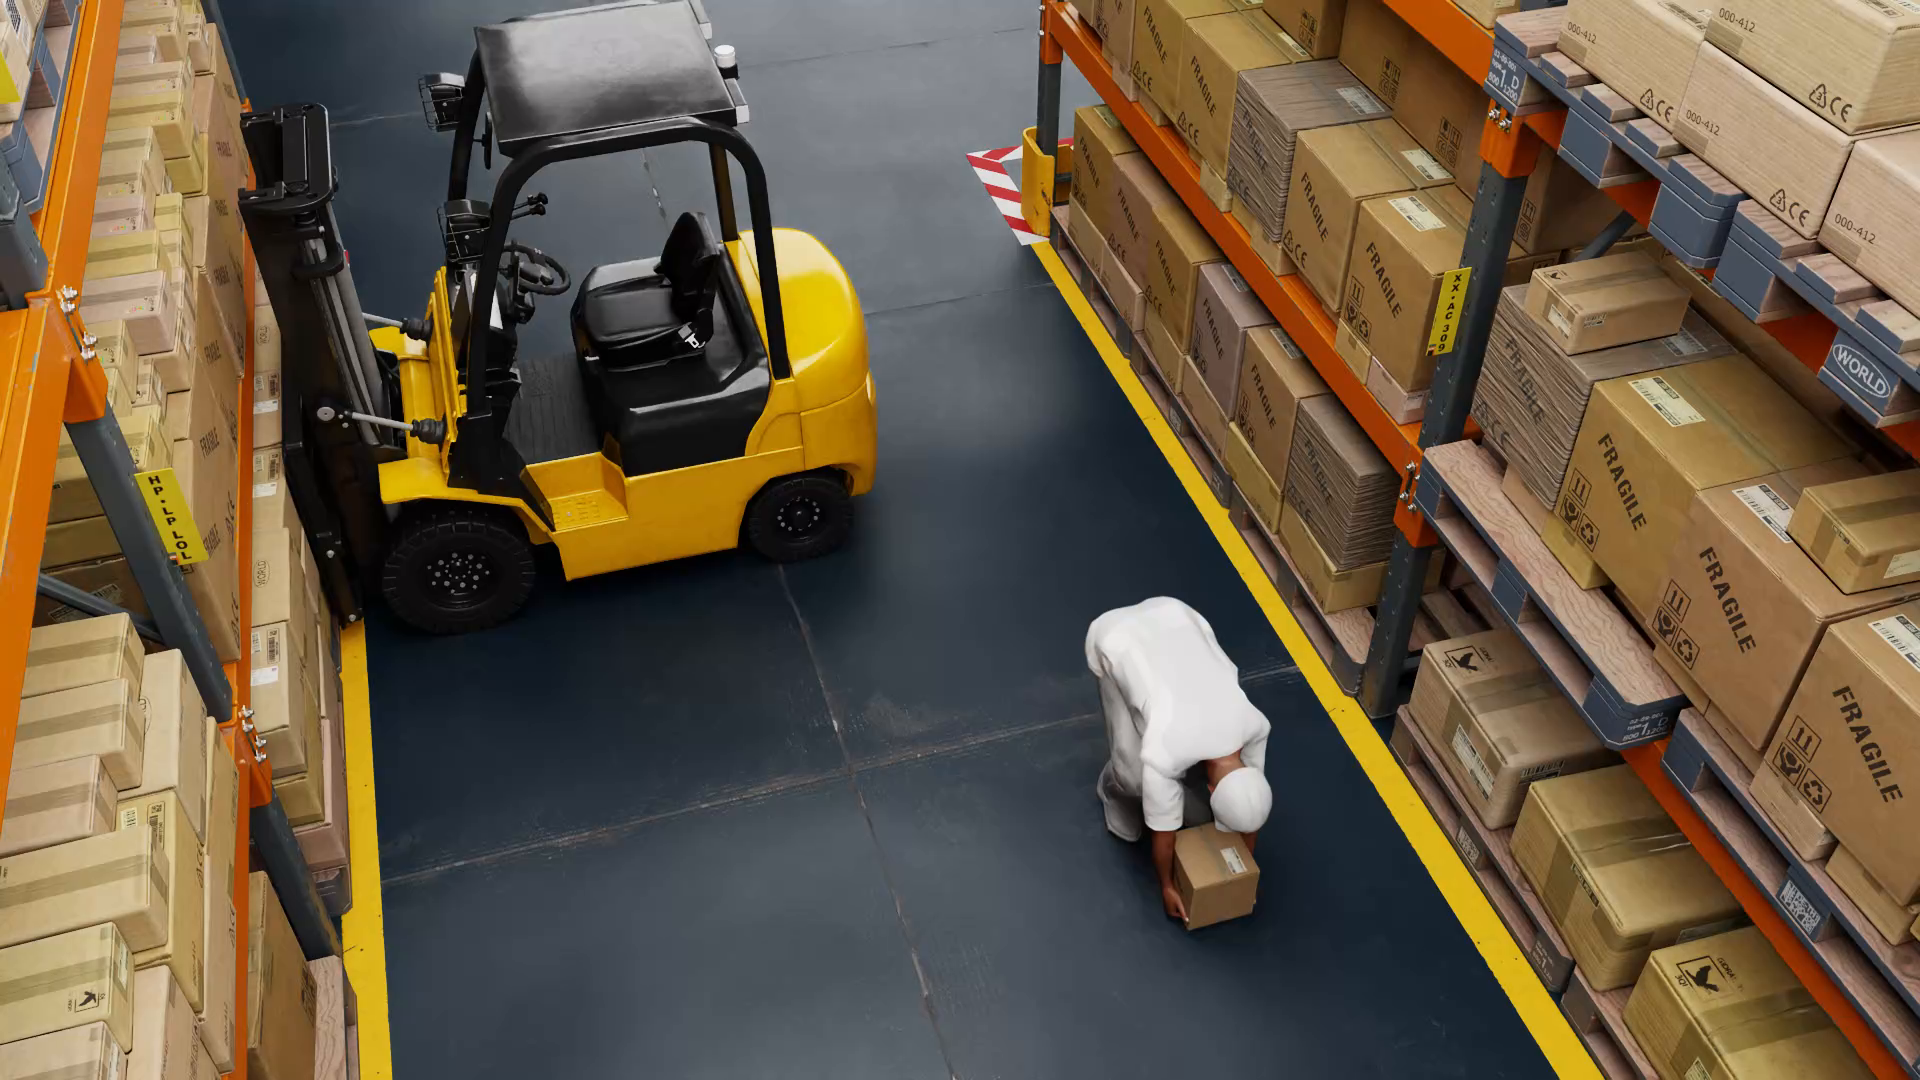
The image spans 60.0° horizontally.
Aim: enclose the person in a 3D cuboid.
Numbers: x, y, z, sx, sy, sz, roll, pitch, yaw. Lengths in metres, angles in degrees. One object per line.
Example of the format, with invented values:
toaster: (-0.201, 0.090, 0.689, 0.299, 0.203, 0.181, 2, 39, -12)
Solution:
person: (0.730, 0.338, 5.772, 0.626, 1.759, 0.463, -15, 44, -16)
